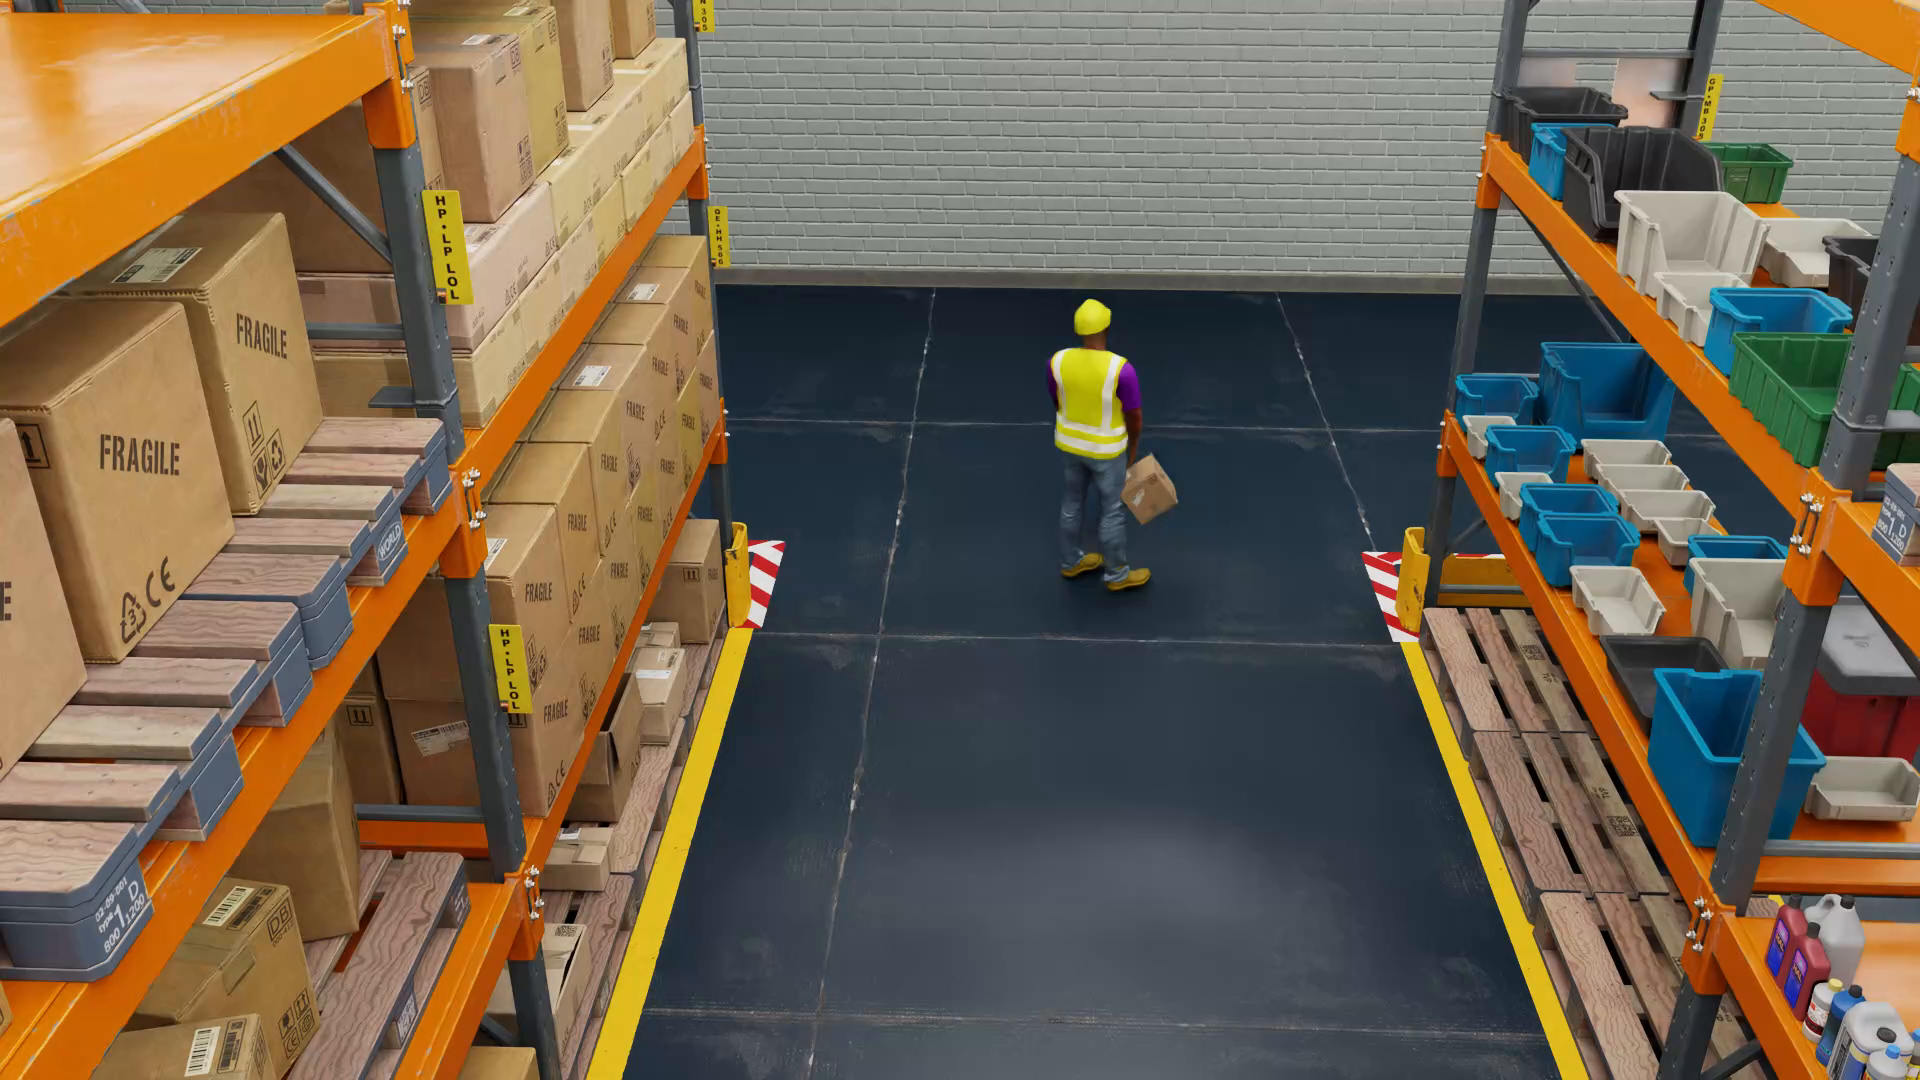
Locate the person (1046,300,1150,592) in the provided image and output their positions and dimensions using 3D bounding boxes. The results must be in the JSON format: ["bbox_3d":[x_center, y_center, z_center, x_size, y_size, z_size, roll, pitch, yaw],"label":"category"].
[{"bbox_3d":[1.614,3.028,2.810,9.033,1.776,13.367,13,31,24],"label":"person"}]
